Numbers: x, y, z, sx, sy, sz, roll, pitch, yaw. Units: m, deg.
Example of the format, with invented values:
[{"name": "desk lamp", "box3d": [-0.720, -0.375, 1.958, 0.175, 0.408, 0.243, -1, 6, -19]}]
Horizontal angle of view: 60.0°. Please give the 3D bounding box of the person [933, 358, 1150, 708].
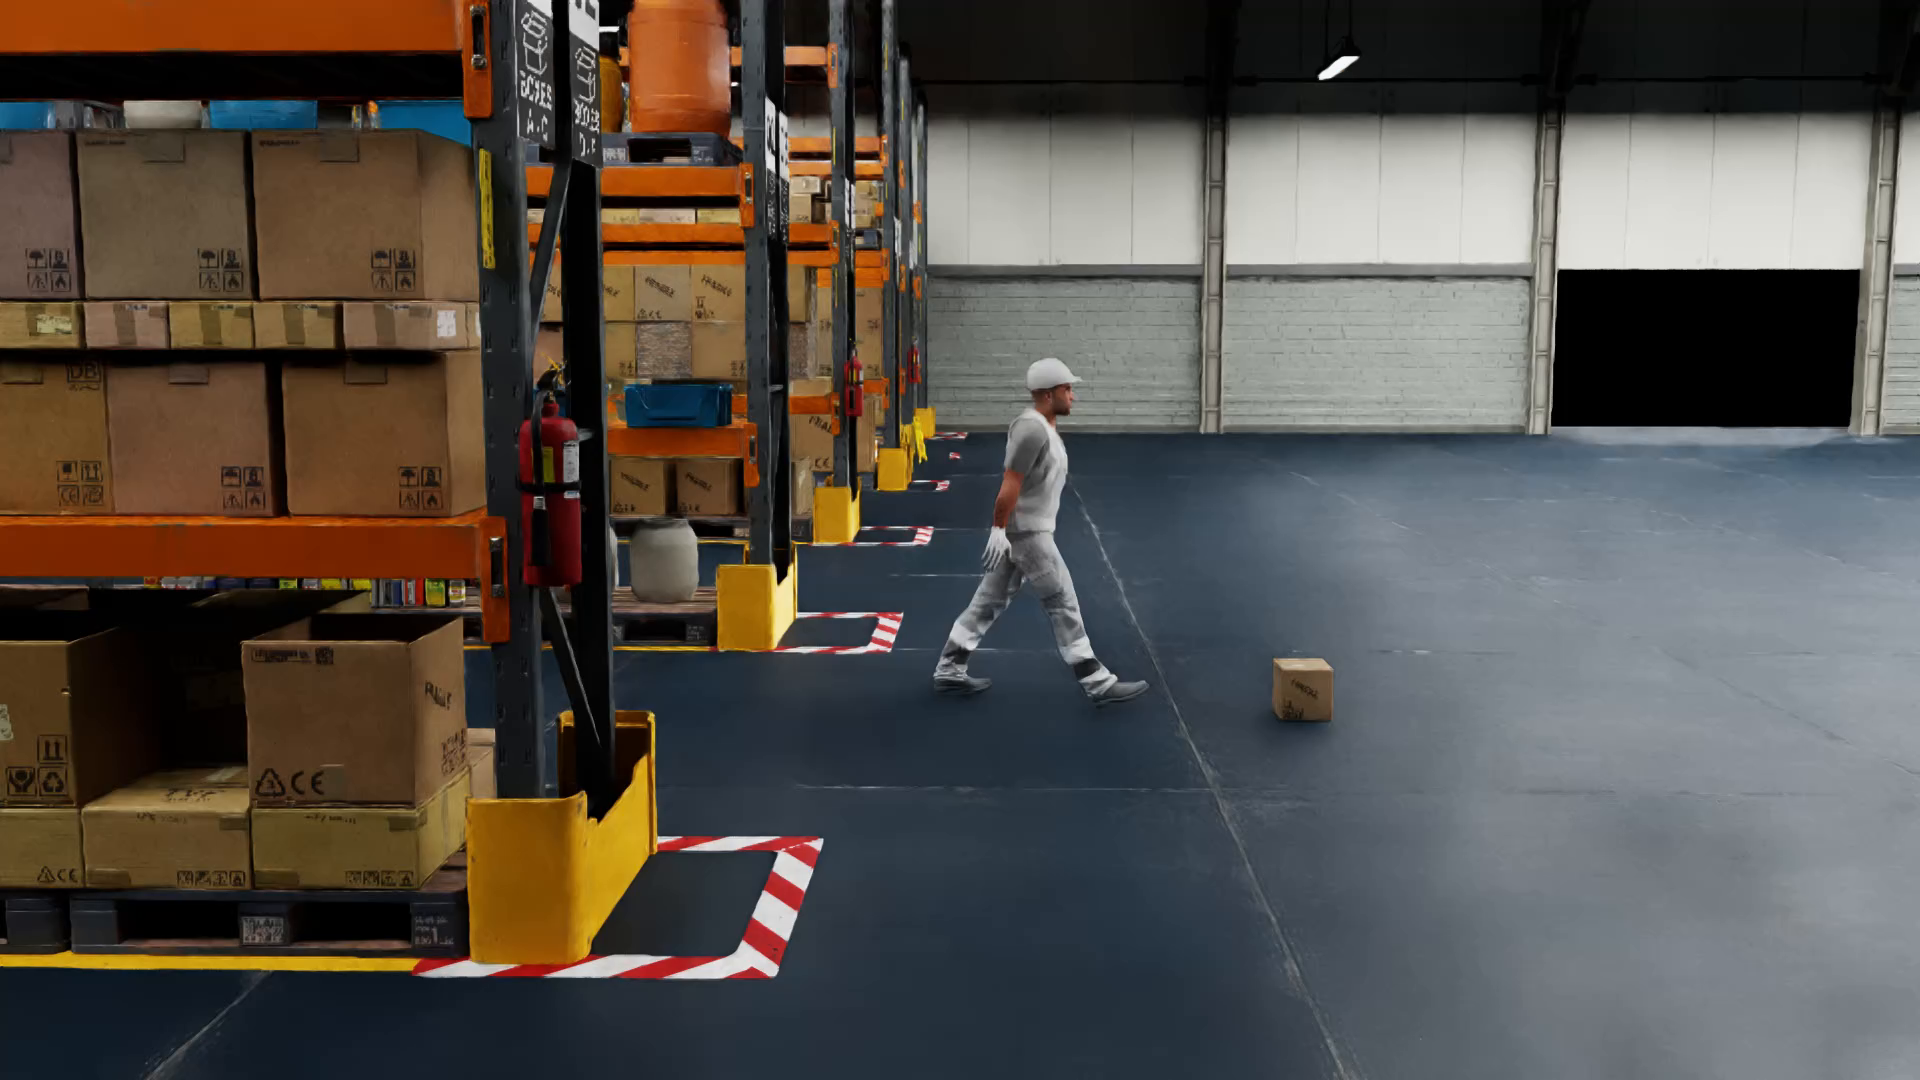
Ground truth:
[{"name": "person", "box3d": [0.403, -0.044, 8.251, 1.102, 1.708, 0.581, 1, 7, 7]}]
